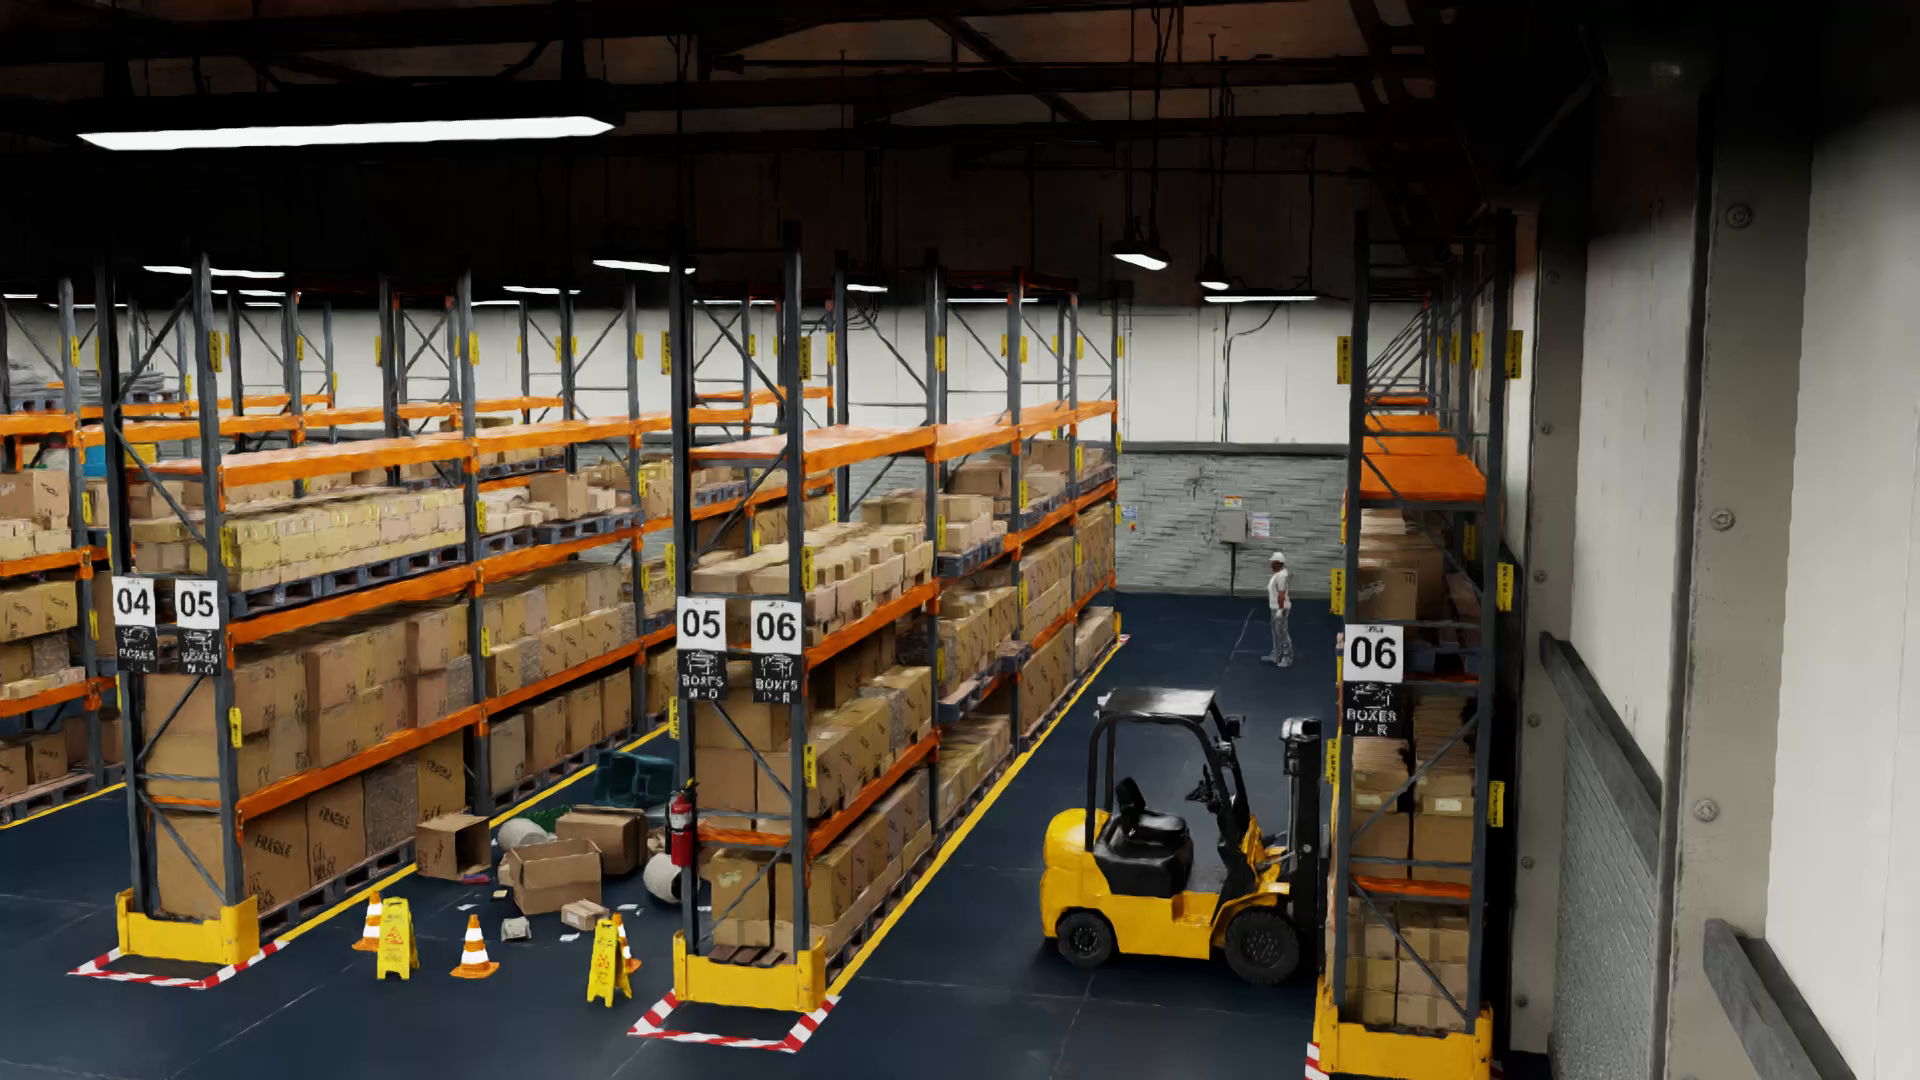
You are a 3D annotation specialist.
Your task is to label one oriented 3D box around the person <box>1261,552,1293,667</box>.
[{"bbox_3d":[5.016,1.076,26.230,0.492,1.784,0.648,1,7,9],"label":"person"}]
